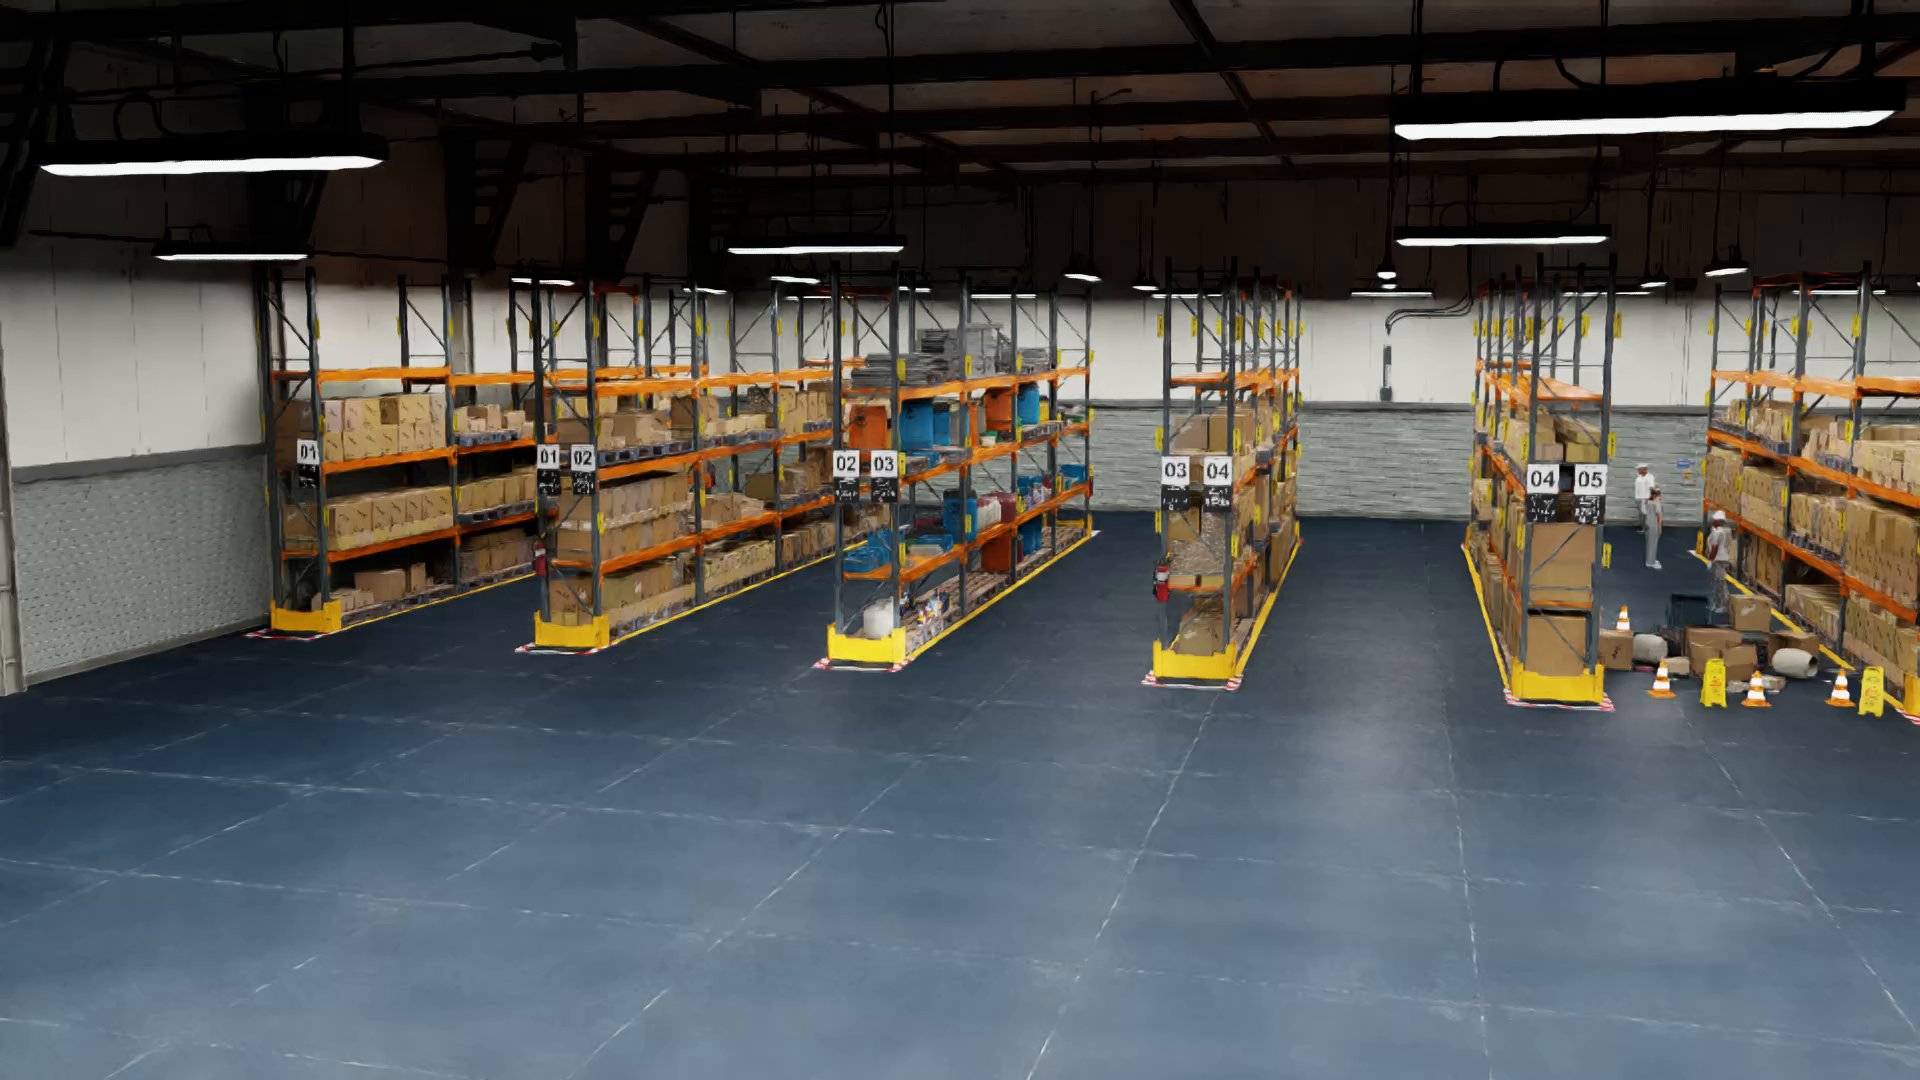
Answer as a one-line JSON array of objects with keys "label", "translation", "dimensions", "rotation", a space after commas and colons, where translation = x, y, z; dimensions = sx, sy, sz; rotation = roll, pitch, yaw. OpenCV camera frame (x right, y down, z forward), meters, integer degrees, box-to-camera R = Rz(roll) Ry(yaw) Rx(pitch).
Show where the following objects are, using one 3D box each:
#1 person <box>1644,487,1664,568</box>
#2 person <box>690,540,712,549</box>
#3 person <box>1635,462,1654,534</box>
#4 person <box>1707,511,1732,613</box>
[{"label": "person", "translation": [14.626, -0.275, 34.960], "dimensions": [0.454, 1.679, 0.538], "rotation": [-2, 7, -12]}, {"label": "person", "translation": [-5.449, -0.251, 35.063], "dimensions": [0.447, 1.589, 1.086], "rotation": [2, 7, 13]}, {"label": "person", "translation": [16.746, -1.026, 40.570], "dimensions": [0.445, 1.760, 0.721], "rotation": [-2, 8, -17]}, {"label": "person", "translation": [13.431, 0.363, 29.529], "dimensions": [0.594, 1.782, 0.675], "rotation": [6, 9, 38]}]
